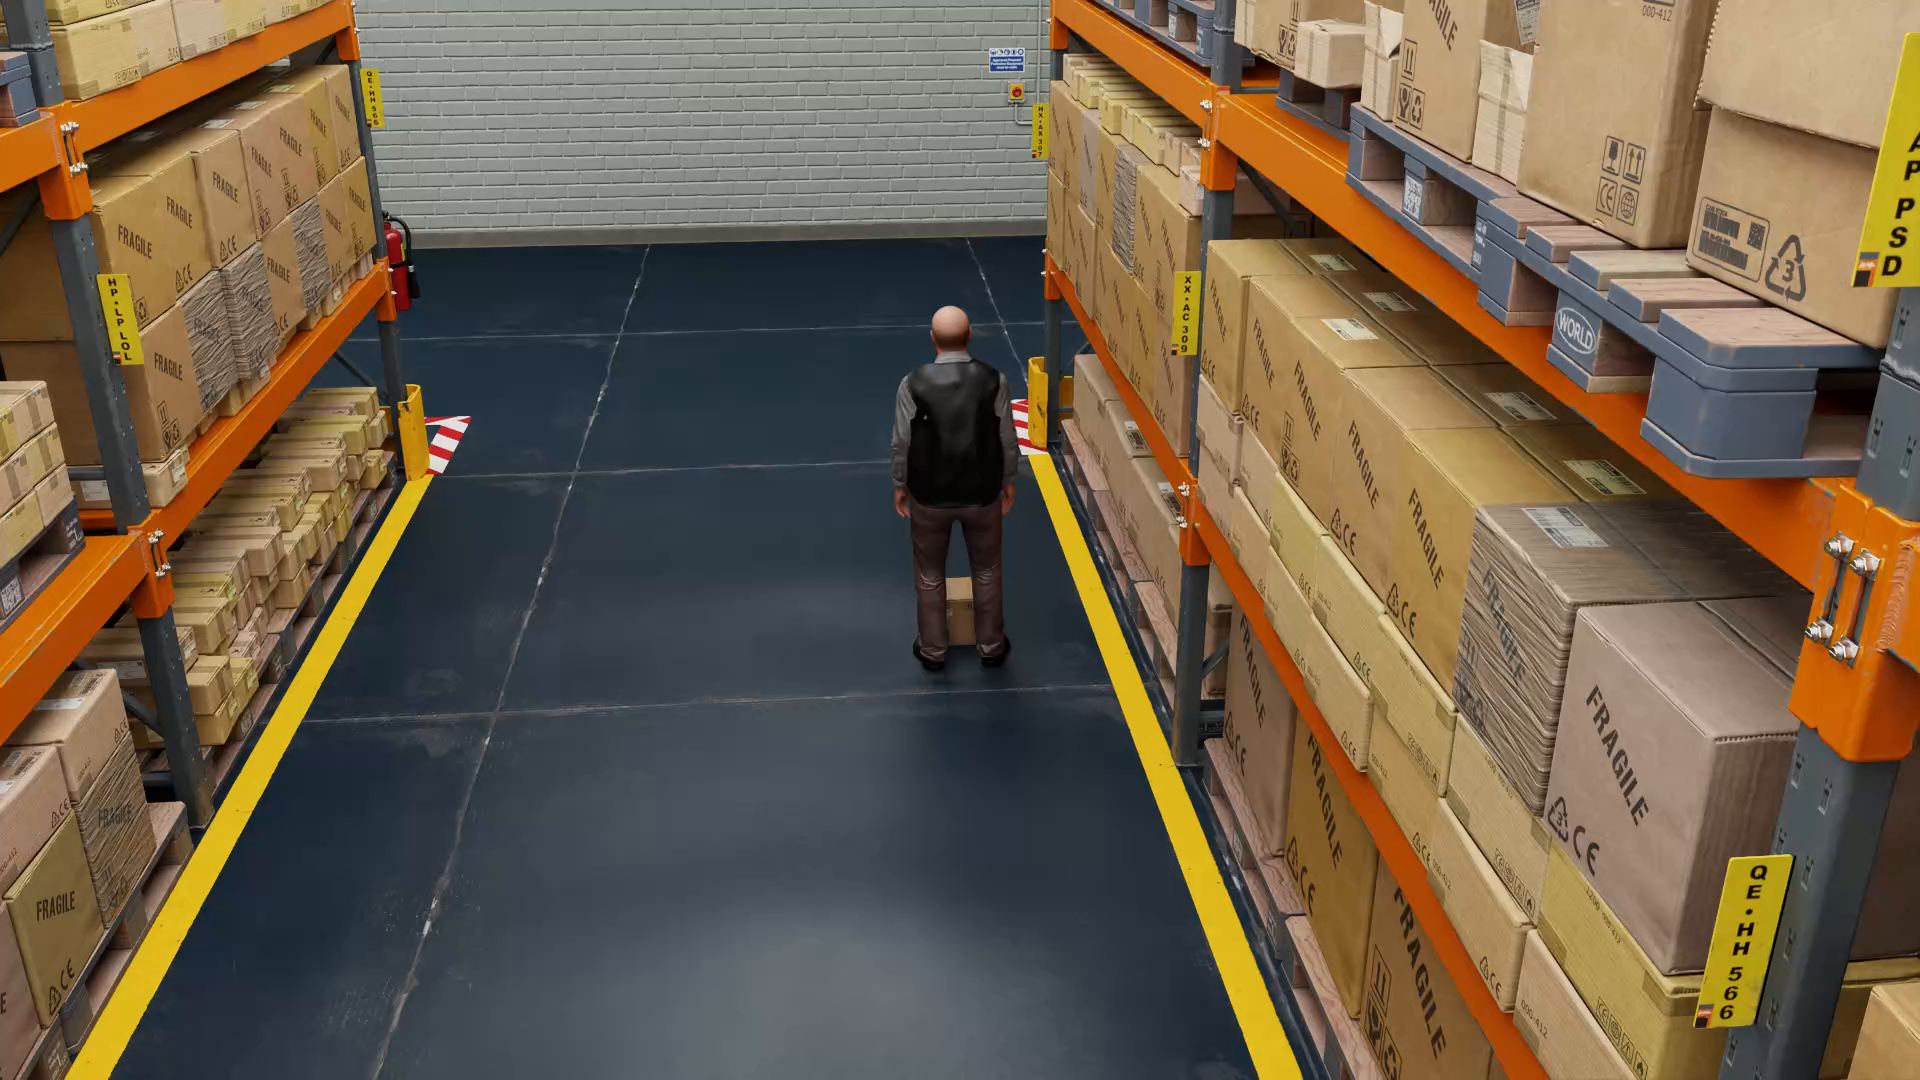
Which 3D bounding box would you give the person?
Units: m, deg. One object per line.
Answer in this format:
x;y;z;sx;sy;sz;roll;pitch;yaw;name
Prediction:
-0.020;-0.211;7.612;0.581;1.721;0.418;-2;24;-4;person
